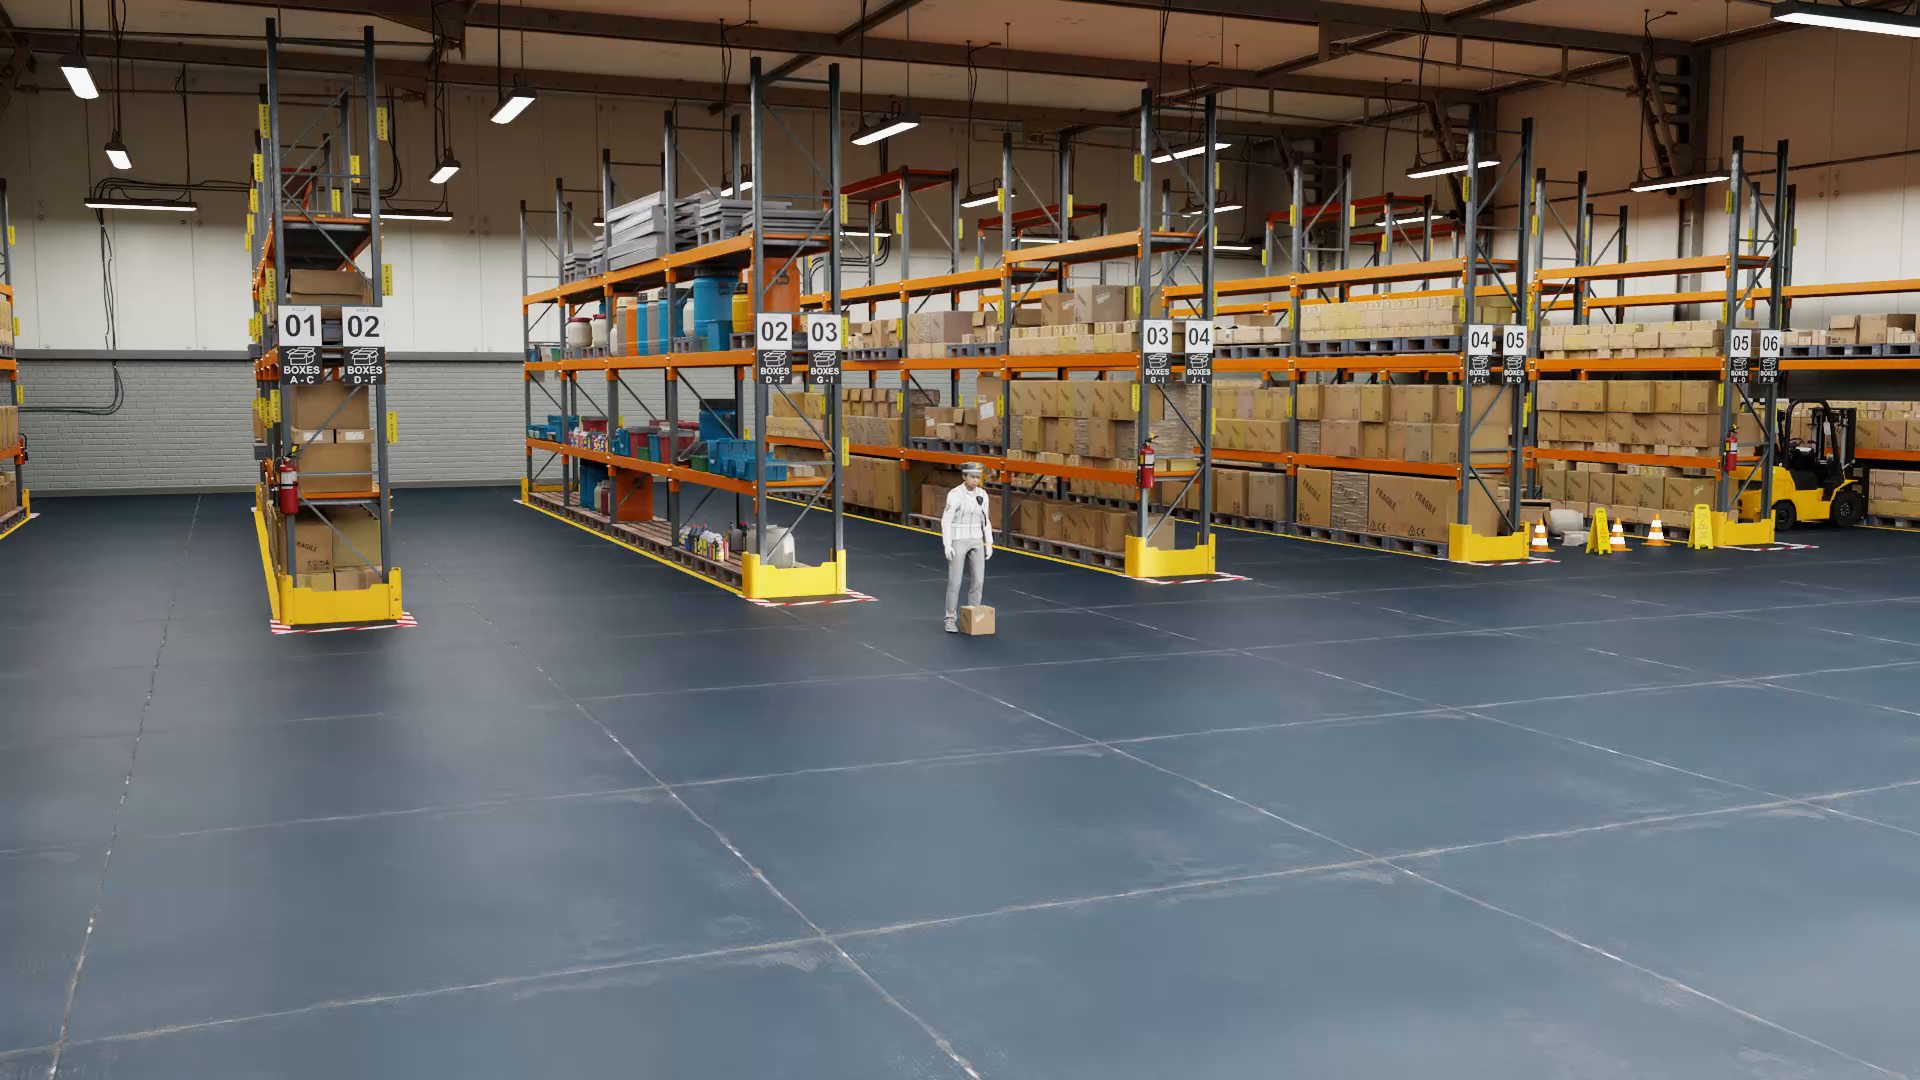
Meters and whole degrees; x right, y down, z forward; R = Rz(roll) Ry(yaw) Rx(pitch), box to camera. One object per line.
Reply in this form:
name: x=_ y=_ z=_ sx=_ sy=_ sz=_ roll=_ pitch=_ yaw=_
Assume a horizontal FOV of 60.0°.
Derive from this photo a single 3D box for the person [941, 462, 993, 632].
person: x=0.083 y=0.059 z=16.372 sx=0.540 sy=1.663 sz=0.405 roll=-3 pitch=6 yaw=-25
